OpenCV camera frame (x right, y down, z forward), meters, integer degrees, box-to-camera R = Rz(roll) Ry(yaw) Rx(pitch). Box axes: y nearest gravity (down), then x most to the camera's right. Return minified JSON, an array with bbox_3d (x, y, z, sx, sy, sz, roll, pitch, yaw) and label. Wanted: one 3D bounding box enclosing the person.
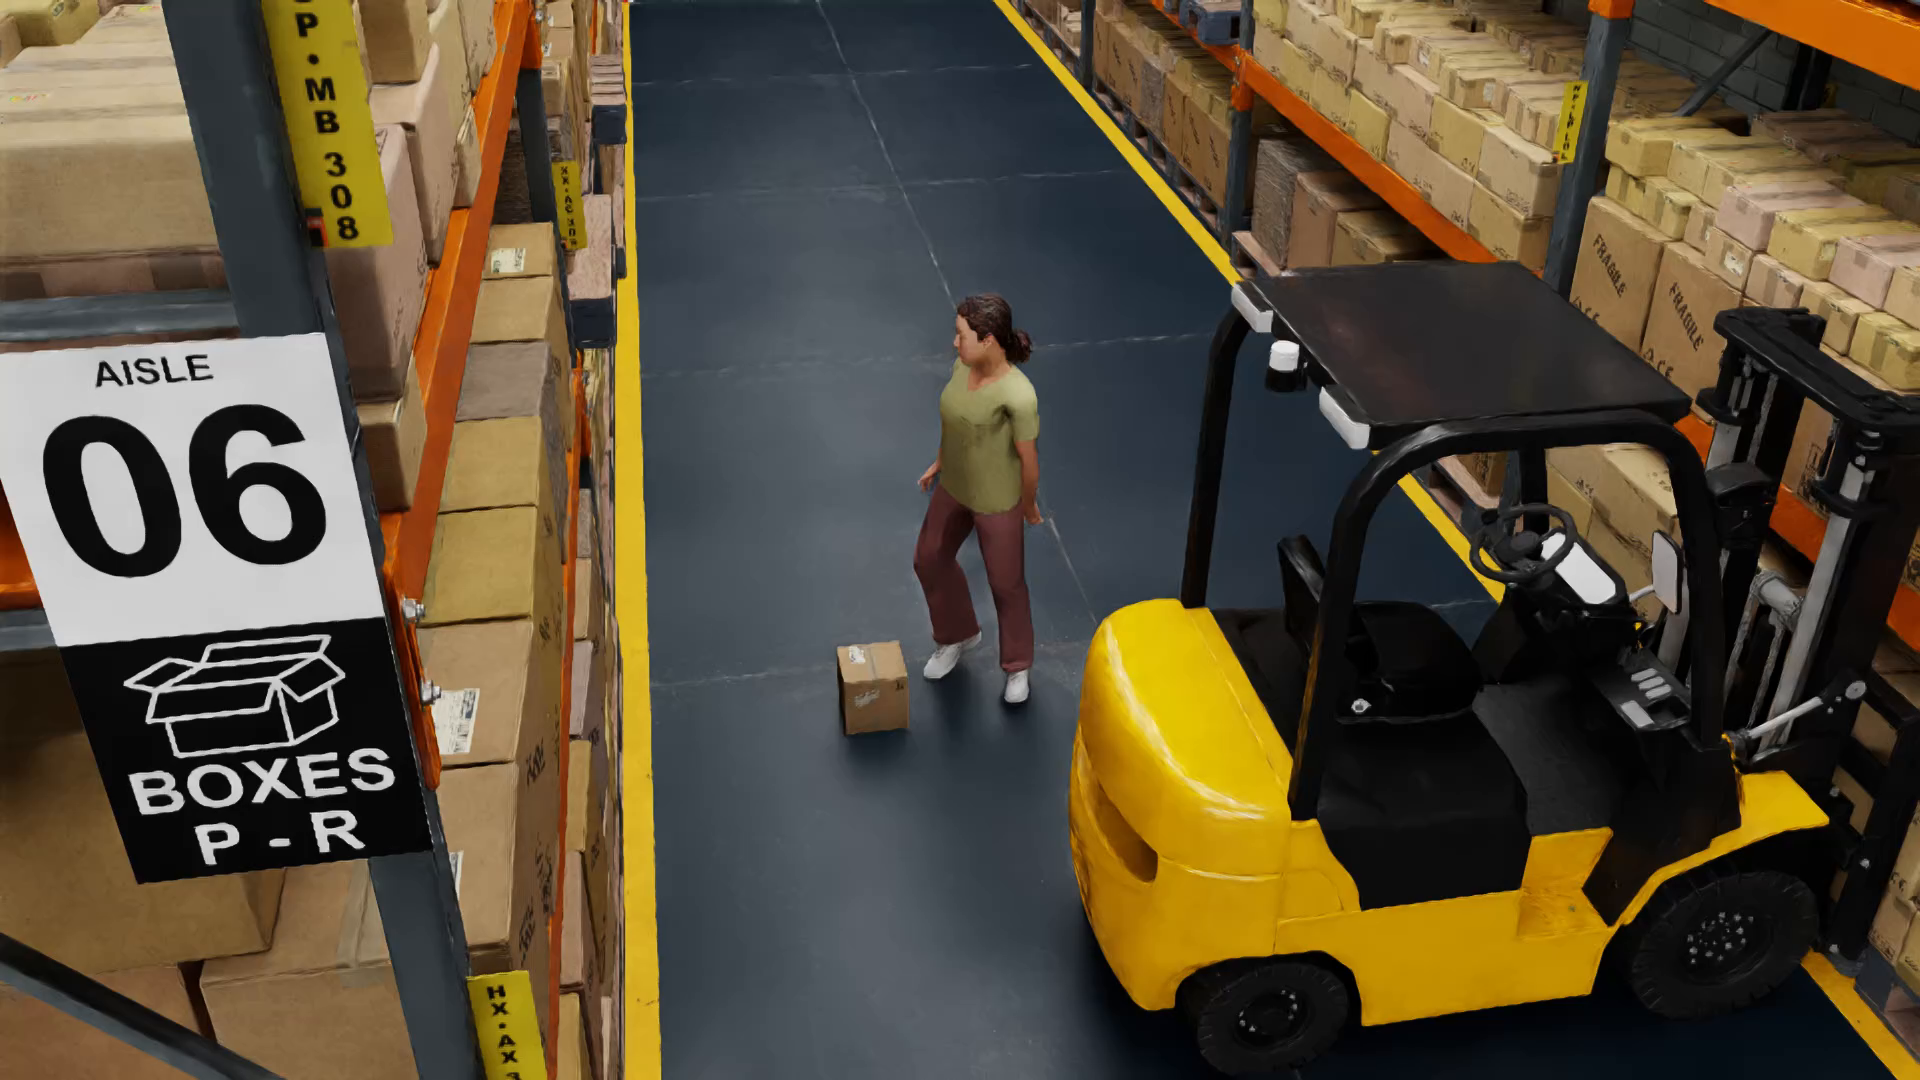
[{"bbox_3d":[0.079,-0.171,6.381,0.378,1.694,0.562,-25,39,-36],"label":"person"}]
